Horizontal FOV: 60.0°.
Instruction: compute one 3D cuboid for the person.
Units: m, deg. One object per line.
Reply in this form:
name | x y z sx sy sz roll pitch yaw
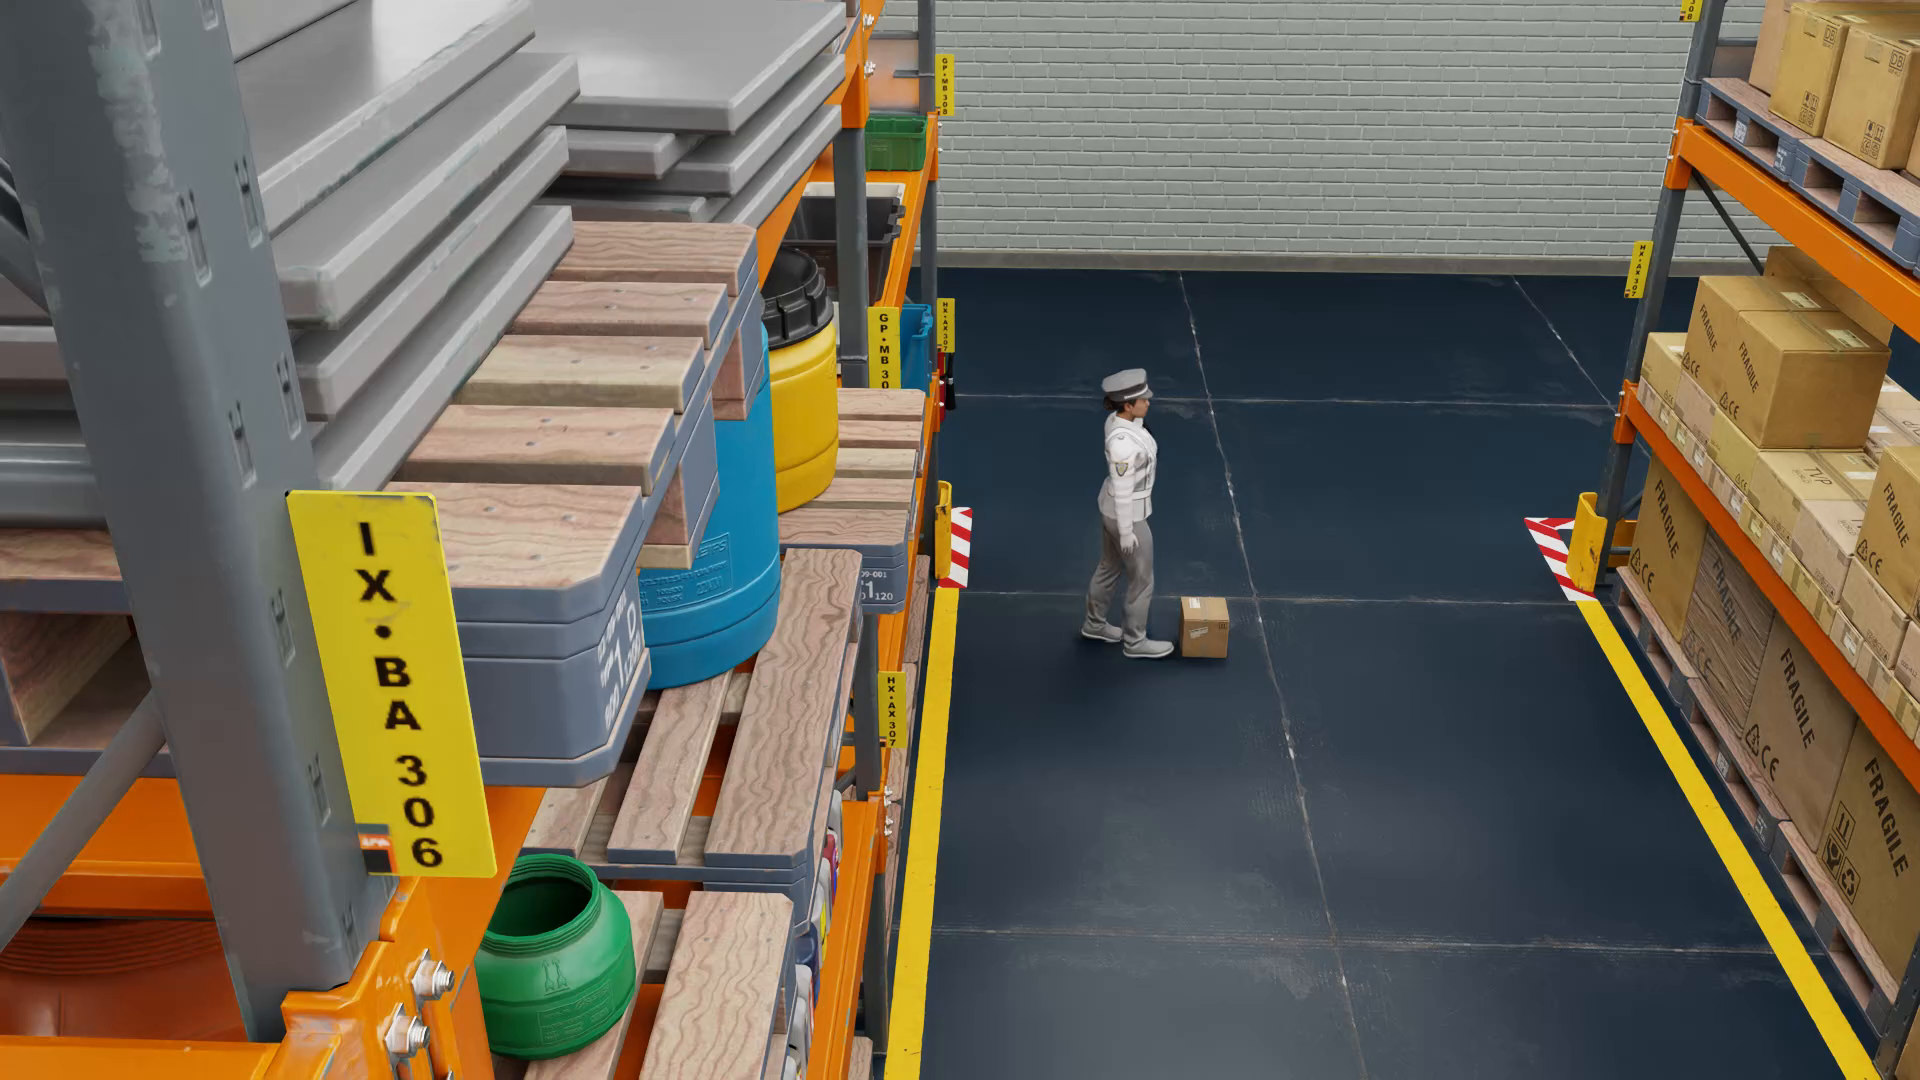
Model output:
person | 0.954 -0.142 9.092 0.512 1.685 0.479 1 28 2
